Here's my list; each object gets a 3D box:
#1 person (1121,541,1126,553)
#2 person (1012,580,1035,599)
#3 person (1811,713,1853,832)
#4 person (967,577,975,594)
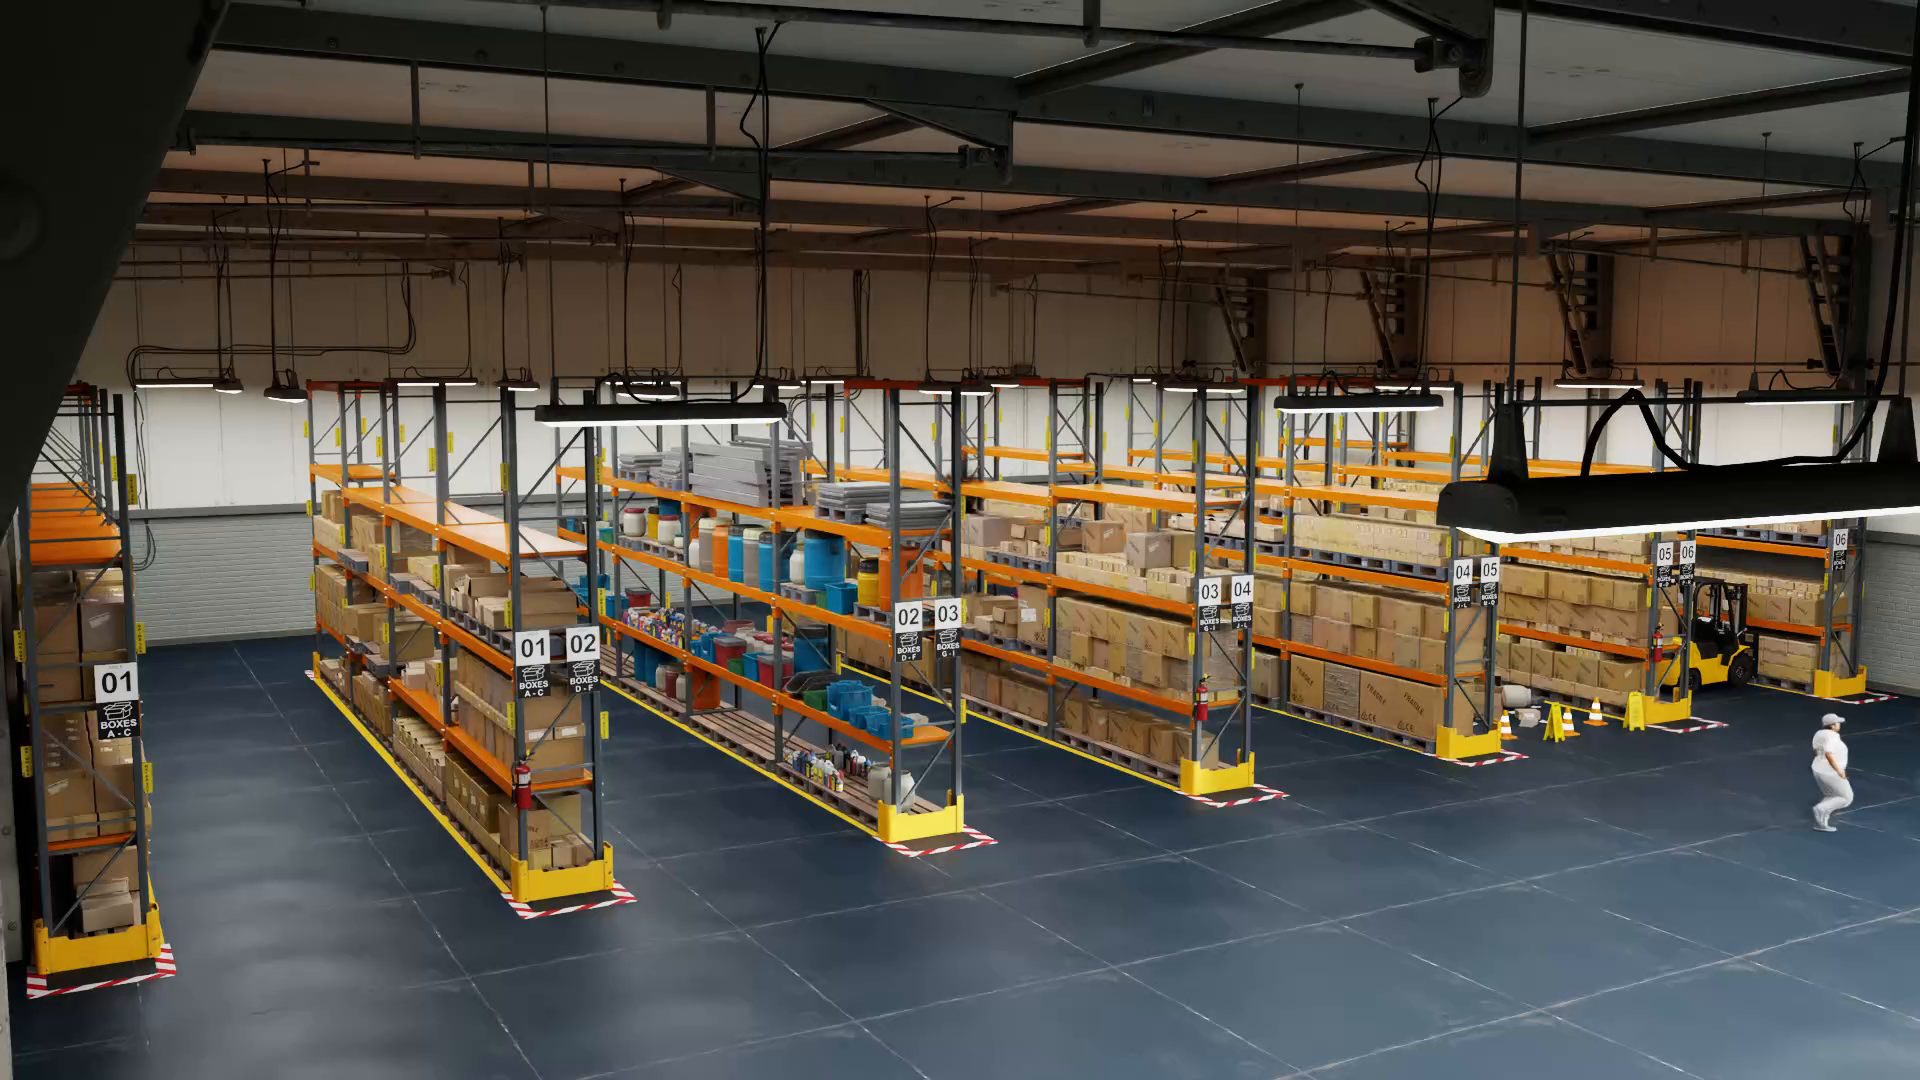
[{"bbox_3d":[4.494,0.724,44.705,0.683,1.784,0.722,1,6,11],"label":"person"},{"bbox_3d":[1.552,1.558,35.290,0.685,1.798,0.663,-3,7,-29],"label":"person"},{"bbox_3d":[11.760,3.146,22.459,0.547,1.624,0.607,0,6,0],"label":"person"},{"bbox_3d":[0.188,1.025,42.210,0.863,1.644,0.662,-1,6,-8],"label":"person"}]
